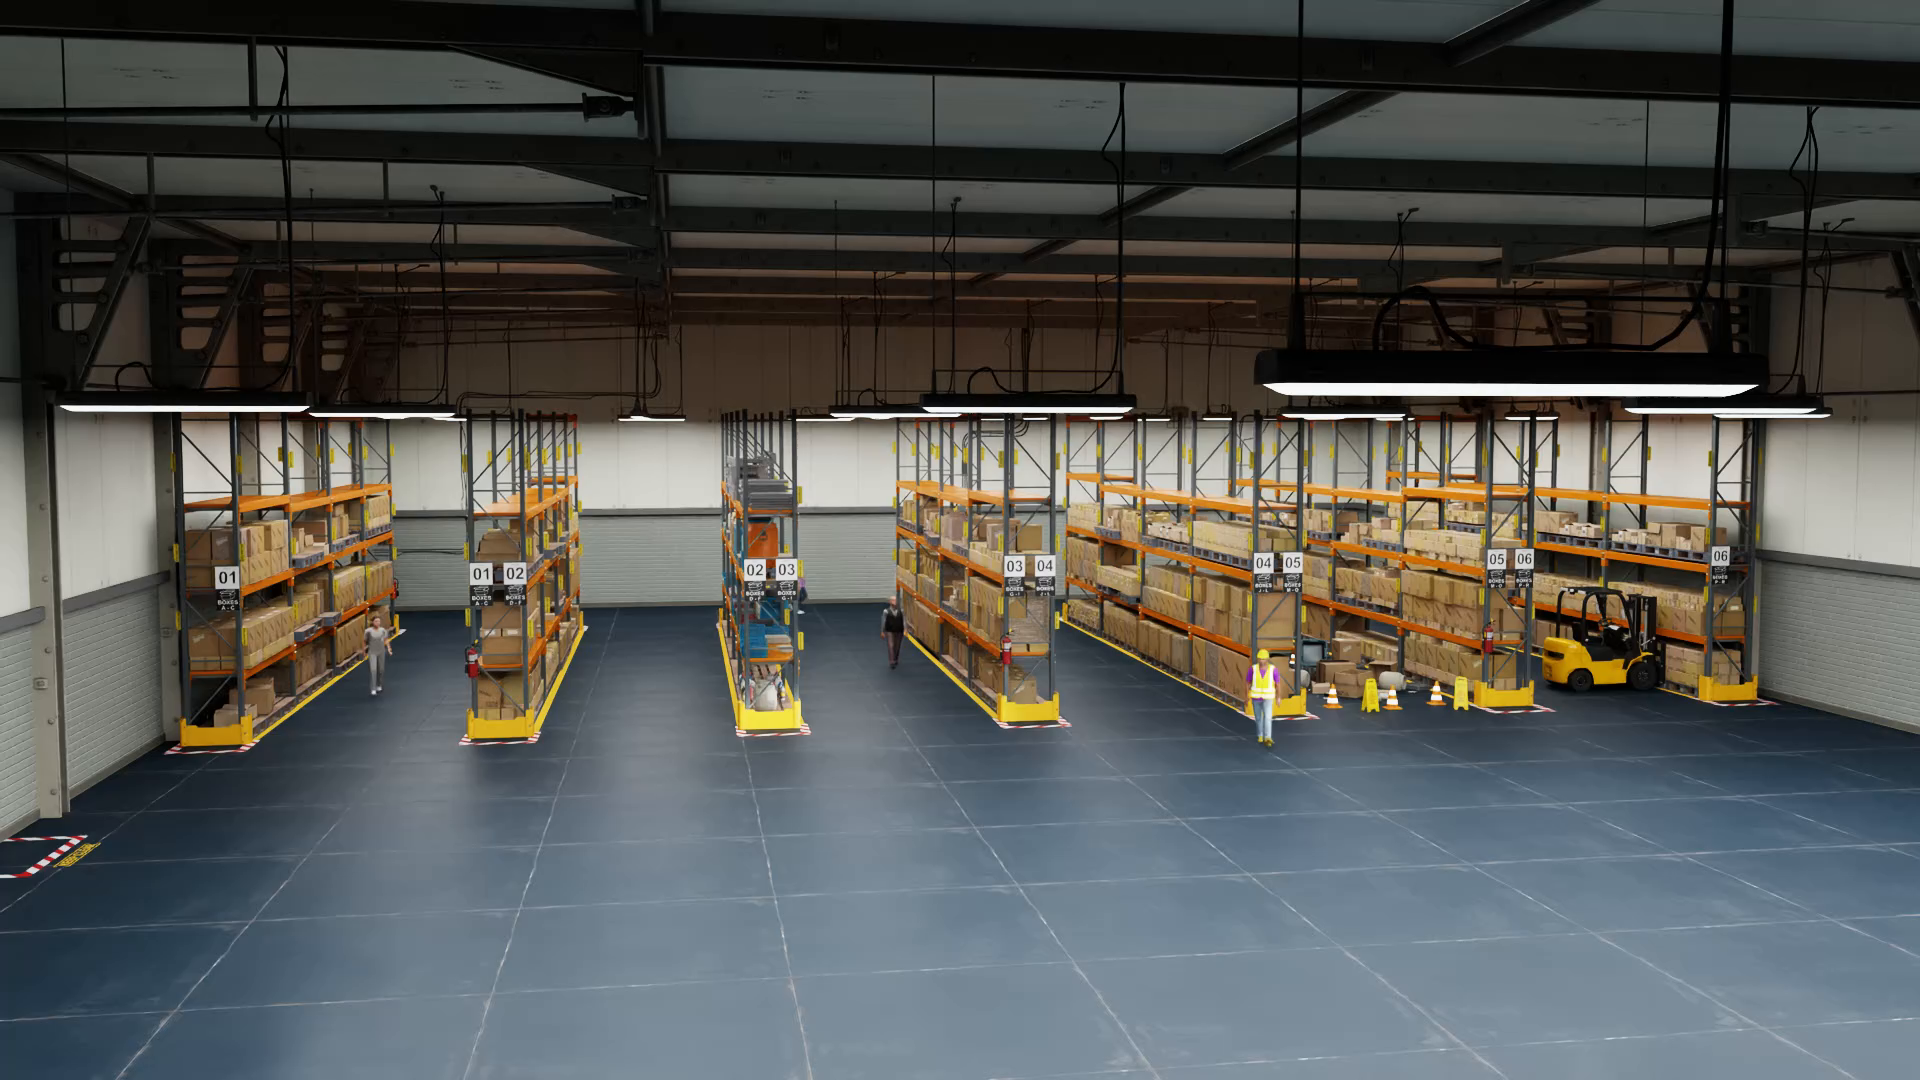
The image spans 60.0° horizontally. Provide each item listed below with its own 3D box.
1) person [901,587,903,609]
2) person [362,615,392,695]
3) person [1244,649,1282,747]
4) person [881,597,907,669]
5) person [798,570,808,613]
[{"bbox_3d":[-1.492,1.412,49.838,0.486,1.610,1.081,-4,6,-44],"label":"person"},{"bbox_3d":[-12.419,2.425,35.366,0.539,1.664,0.765,-3,5,-36],"label":"person"},{"bbox_3d":[5.335,2.793,29.418,0.606,1.698,1.072,1,4,21],"label":"person"},{"bbox_3d":[-1.521,2.160,38.876,0.589,1.649,1.082,-1,4,-15],"label":"person"},{"bbox_3d":[-4.812,1.418,50.083,0.414,1.589,0.416,1,4,8],"label":"person"}]
